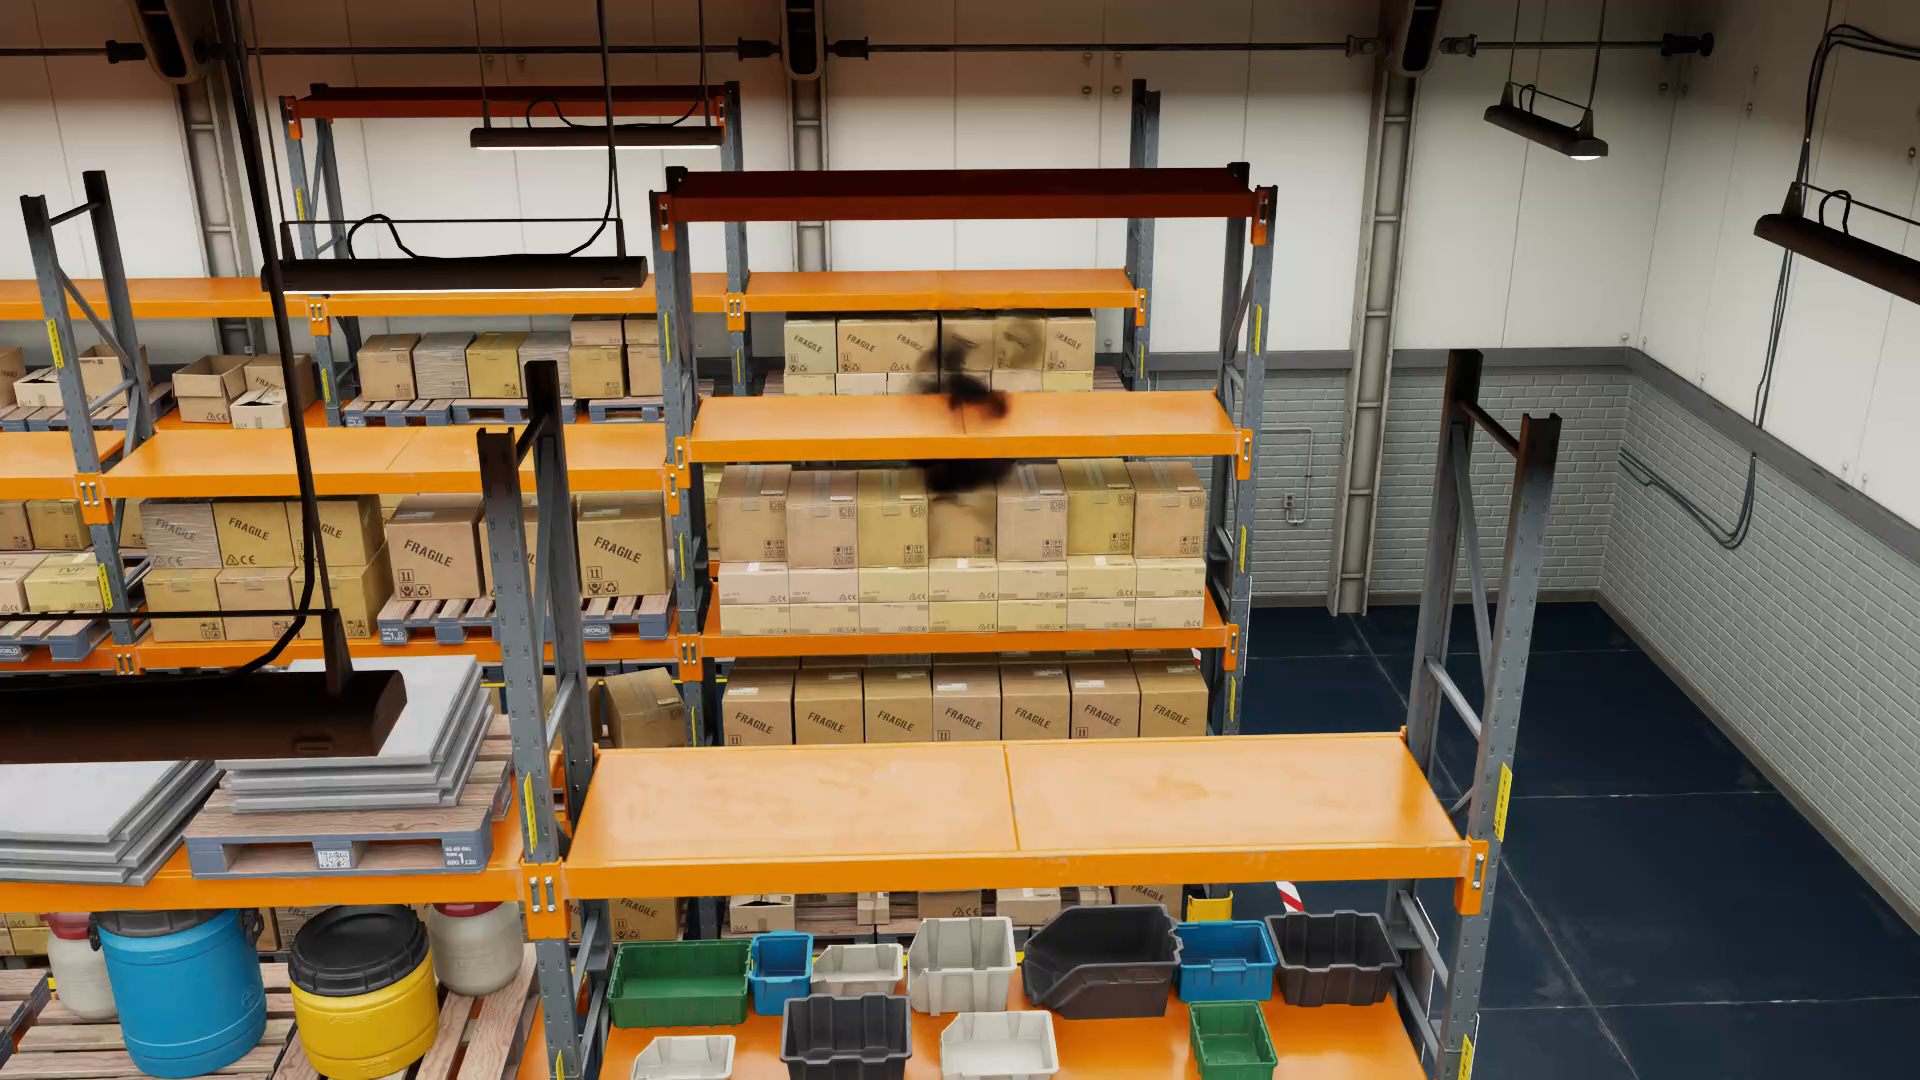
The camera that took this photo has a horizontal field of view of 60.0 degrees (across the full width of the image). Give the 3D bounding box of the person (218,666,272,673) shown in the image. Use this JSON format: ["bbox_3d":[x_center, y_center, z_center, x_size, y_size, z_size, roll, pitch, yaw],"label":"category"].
[{"bbox_3d":[-6.470,1.629,15.055,0.681,1.548,0.569,-3,22,-6],"label":"person"}]
